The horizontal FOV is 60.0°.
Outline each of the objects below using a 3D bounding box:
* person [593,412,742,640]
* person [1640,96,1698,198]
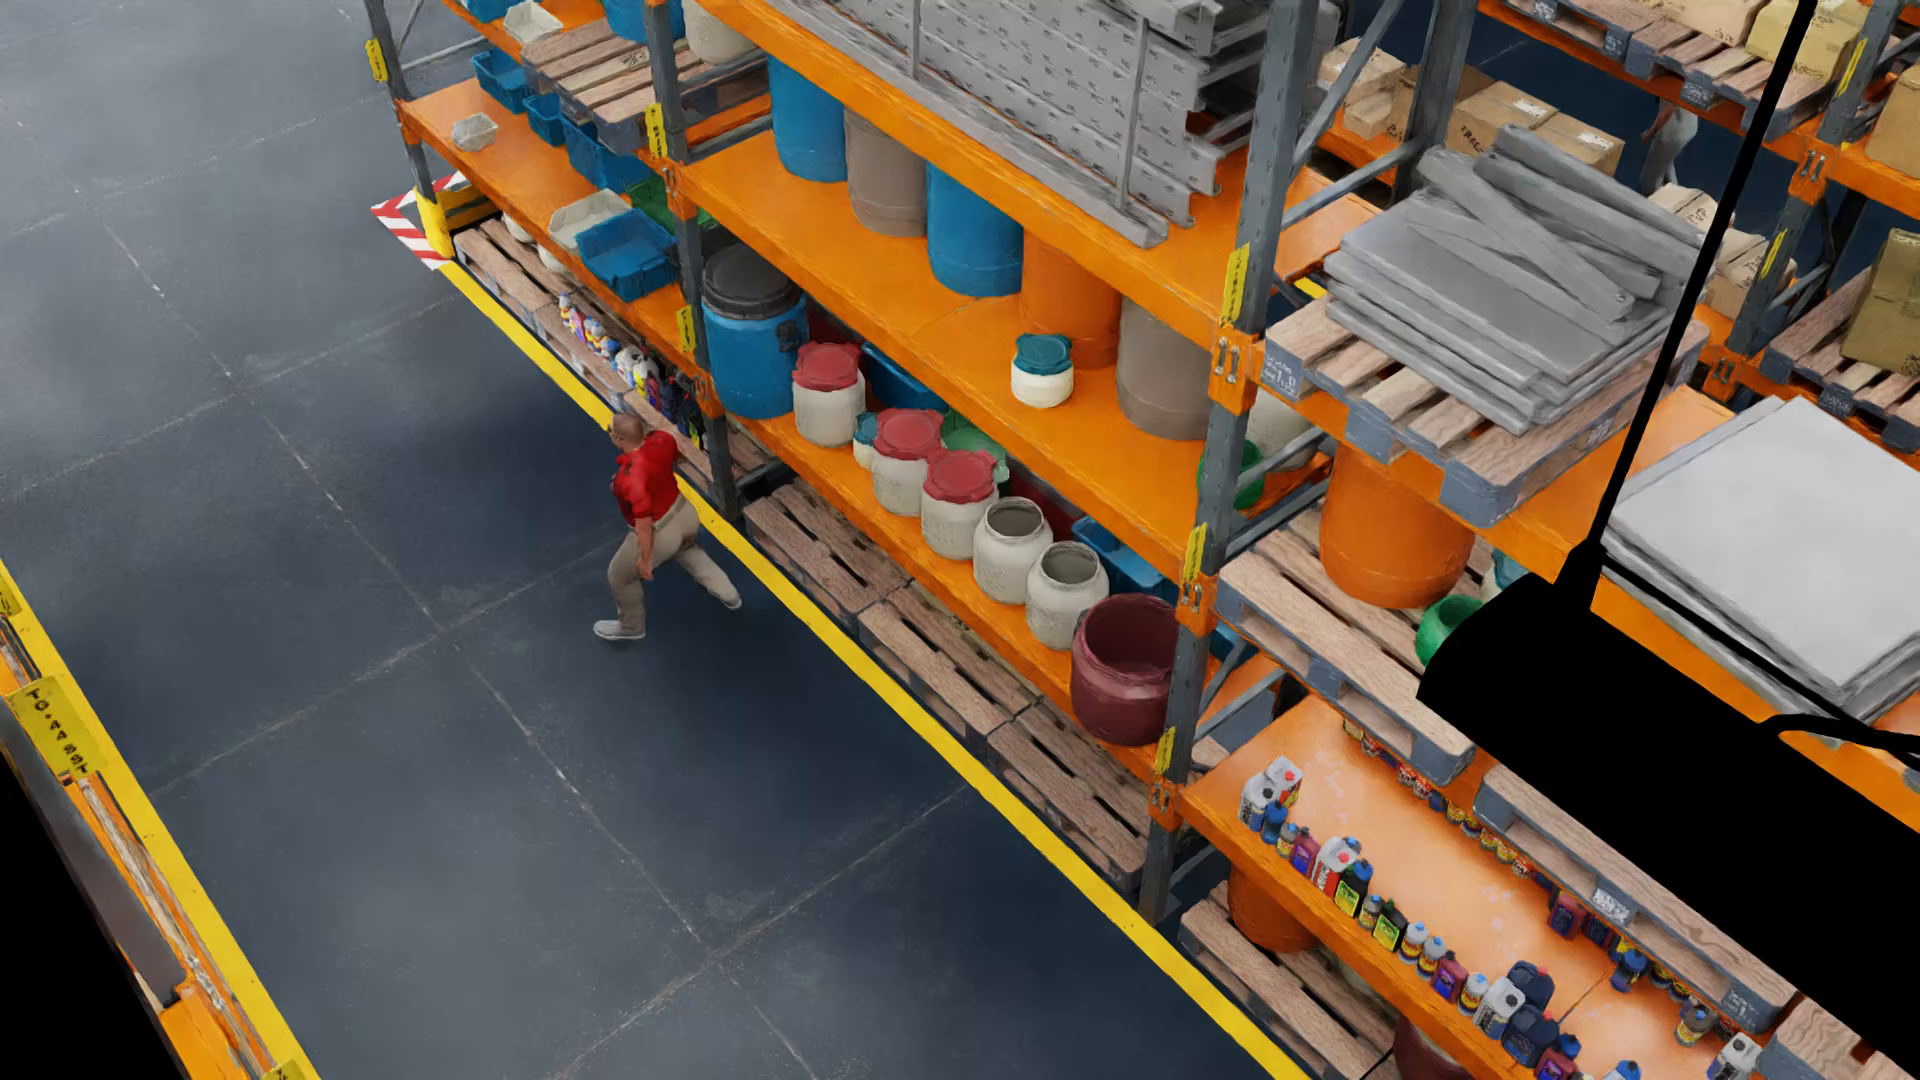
[{"bbox_3d":[-1.795,-0.088,9.759,0.775,1.657,0.683,20,50,18],"label":"person"},{"bbox_3d":[5.529,-3.146,12.863,0.580,1.619,0.507,-34,55,-28],"label":"person"}]
